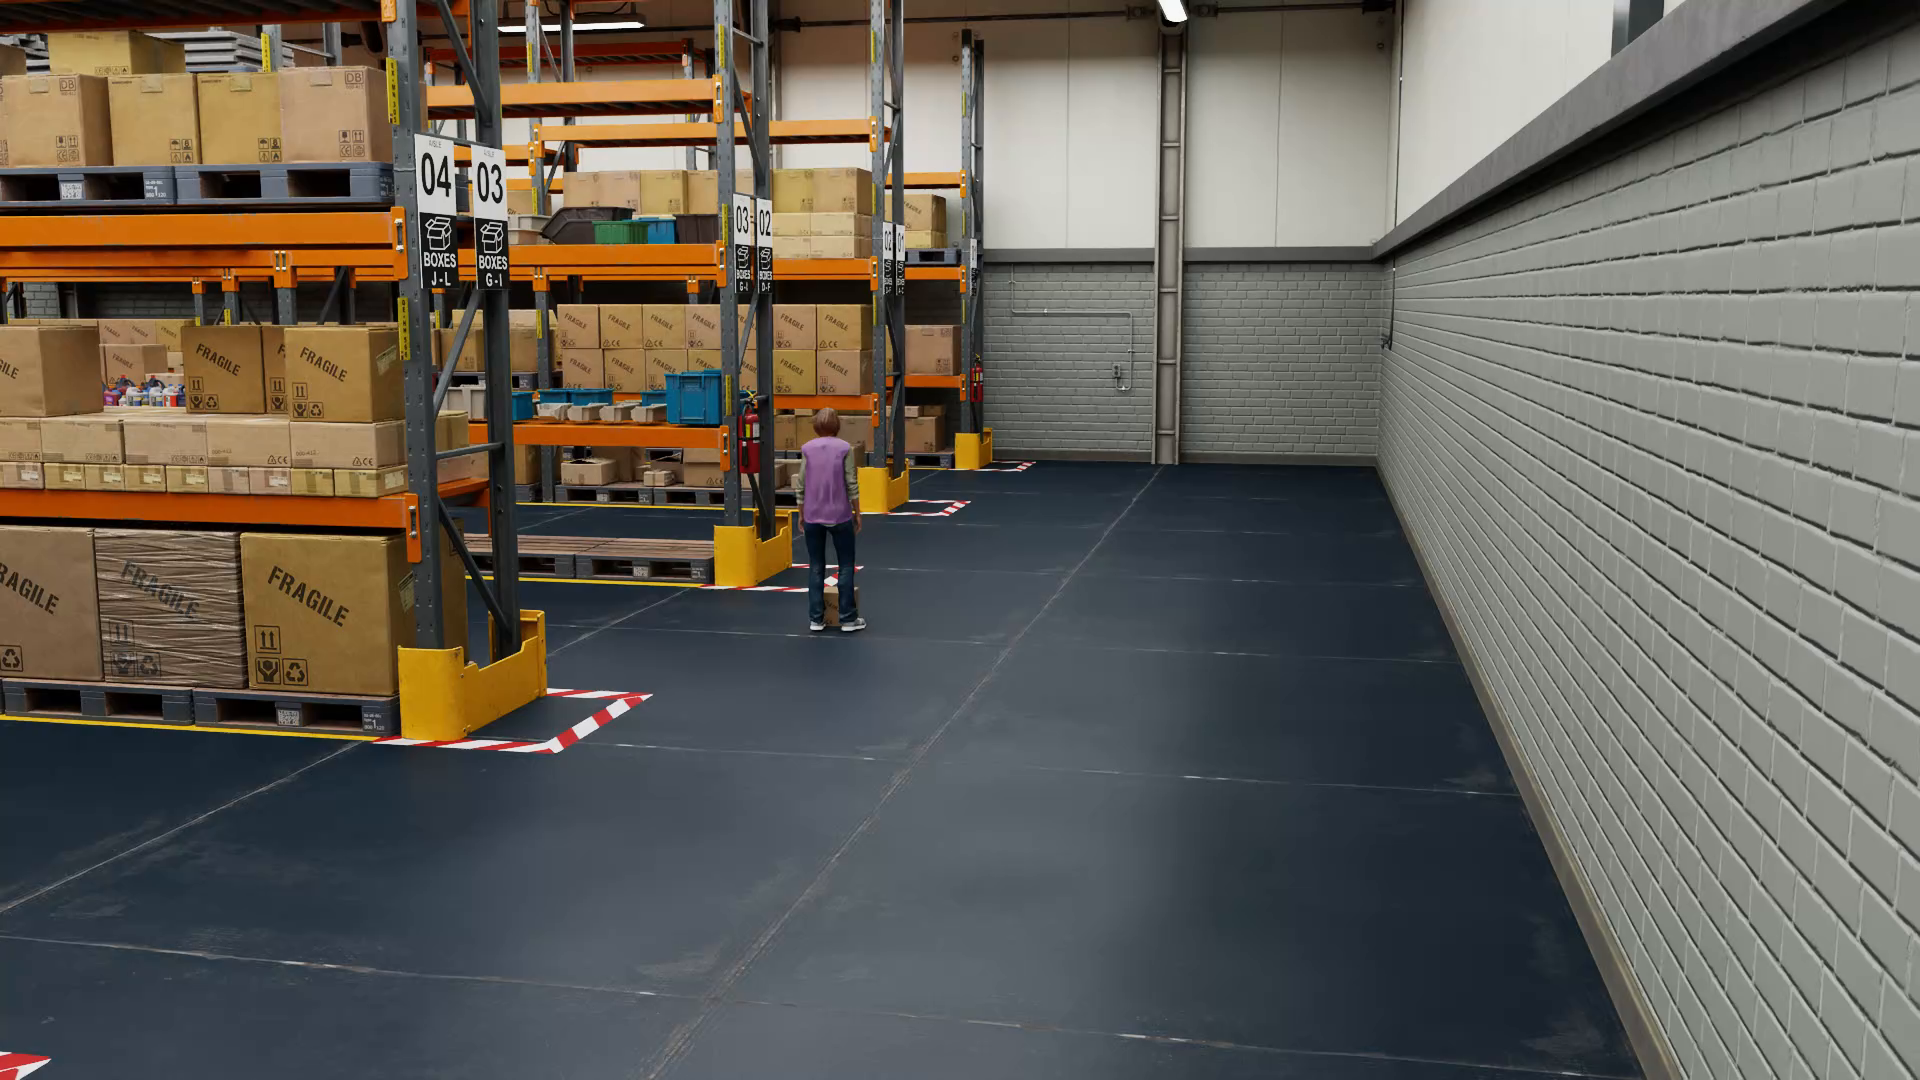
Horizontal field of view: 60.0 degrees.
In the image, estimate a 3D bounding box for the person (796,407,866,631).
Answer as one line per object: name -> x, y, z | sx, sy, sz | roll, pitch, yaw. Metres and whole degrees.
person -> -0.932, -0.143, 11.861 | 0.473, 1.592, 0.350 | 1, 8, 10
